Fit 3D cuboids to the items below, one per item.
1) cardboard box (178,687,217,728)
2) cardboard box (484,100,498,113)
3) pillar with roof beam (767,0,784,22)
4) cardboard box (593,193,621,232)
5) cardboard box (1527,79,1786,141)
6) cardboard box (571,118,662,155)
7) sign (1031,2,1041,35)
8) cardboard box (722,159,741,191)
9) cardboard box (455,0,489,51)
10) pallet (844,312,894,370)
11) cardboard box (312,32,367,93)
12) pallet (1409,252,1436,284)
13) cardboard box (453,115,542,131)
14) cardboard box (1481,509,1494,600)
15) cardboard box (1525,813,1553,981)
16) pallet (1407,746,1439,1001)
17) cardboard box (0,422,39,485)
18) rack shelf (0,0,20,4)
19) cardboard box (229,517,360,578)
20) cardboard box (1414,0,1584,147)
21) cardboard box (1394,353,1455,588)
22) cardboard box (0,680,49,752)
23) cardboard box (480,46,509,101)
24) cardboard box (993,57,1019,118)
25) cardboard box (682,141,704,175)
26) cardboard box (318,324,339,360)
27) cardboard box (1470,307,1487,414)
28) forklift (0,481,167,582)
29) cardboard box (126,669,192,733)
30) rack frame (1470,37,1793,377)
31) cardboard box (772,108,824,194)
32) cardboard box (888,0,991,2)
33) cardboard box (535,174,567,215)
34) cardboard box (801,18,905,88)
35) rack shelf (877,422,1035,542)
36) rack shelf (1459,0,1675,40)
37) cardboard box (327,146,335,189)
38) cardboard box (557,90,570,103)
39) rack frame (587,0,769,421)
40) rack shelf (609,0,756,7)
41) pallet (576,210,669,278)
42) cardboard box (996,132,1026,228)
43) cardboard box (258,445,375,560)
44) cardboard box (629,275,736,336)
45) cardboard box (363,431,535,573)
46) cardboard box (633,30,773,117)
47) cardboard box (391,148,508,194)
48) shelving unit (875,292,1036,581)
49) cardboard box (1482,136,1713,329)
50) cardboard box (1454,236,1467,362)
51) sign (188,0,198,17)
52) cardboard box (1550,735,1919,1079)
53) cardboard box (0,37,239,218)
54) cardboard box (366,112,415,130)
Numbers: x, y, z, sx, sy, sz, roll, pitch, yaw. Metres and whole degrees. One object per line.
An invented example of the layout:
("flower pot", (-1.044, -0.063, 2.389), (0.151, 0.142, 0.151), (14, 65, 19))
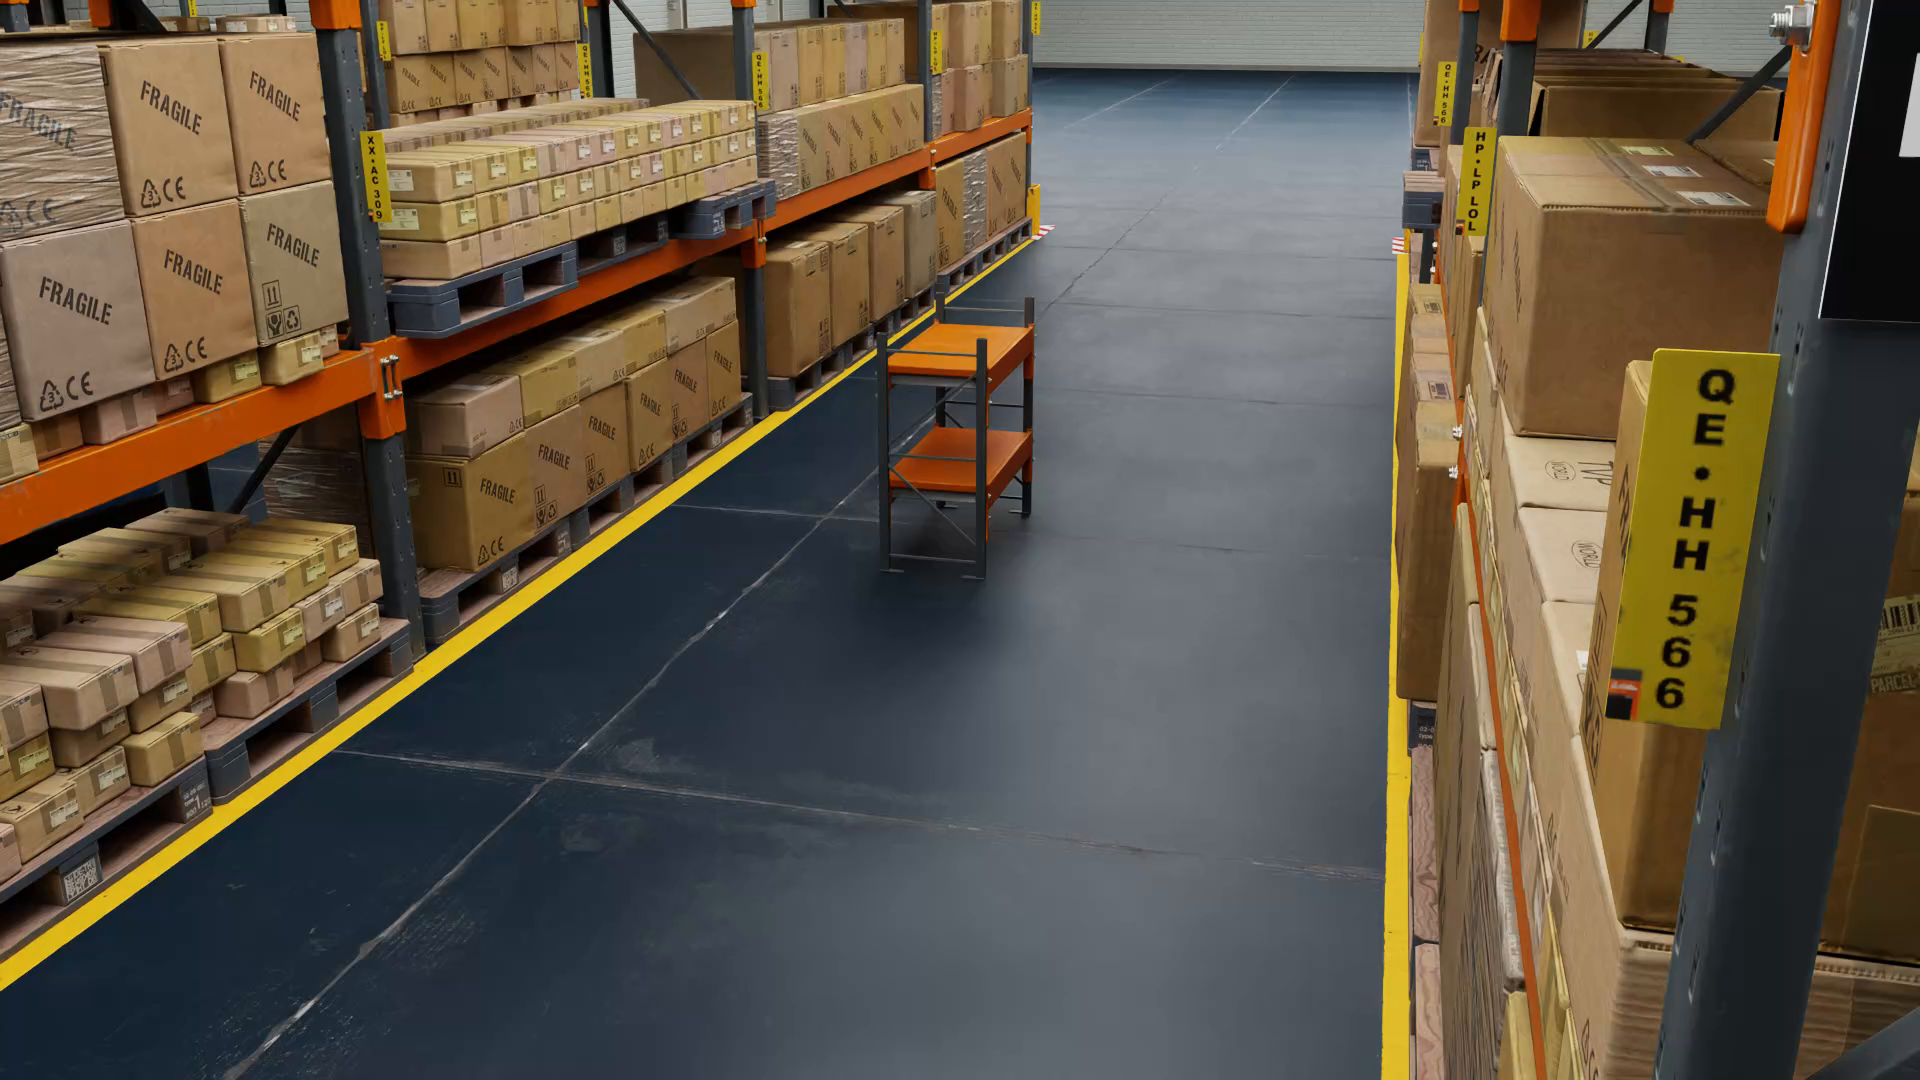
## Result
("cardboard box", (-2.773, 0.570, 5.638), (0.380, 0.149, 0.250), (4, 19, 12))
("cardboard box", (-4.804, -4.268, 16.431), (0.380, 0.149, 0.250), (5, 19, 13))
("pillar with roof beam", (-0.391, -15.351, 39.209), (9.100, 9.000, 0.400), (5, 19, 13))
("cardboard box", (-1.822, -1.542, 7.801), (0.380, 0.149, 0.250), (4, 19, 12))
("cardboard box", (2.255, -1.265, 5.544), (0.797, 0.503, 0.637), (4, 19, 12))
("cardboard box", (-1.694, -1.986, 8.179), (0.380, 0.149, 0.250), (6, 20, 16))
("sign", (0.776, -5.340, 17.022), (0.100, 0.325, 0.005), (5, 19, 13))
("cardboard box", (-1.438, -2.031, 9.231), (0.380, 0.149, 0.250), (5, 19, 13))
("cardboard box", (-4.936, -4.928, 15.813), (0.700, 0.500, 0.500), (4, 19, 12))
("pallet", (-1.135, -1.522, 12.317), (1.003, 0.211, 1.213), (5, 19, 13))
("cardboard box", (-5.439, -4.056, 14.157), (0.500, 0.500, 0.500), (4, 19, 12))
("pallet", (4.487, -2.327, 14.673), (1.003, 0.211, 1.213), (5, 19, 13))
("cardboard box", (-2.321, -2.039, 8.335), (0.380, 0.149, 0.250), (5, 20, 15))
("cardboard box", (1.396, 0.049, 3.791), (0.380, 0.149, 0.250), (5, 19, 14))
("cardboard box", (1.022, 0.532, 2.377), (0.380, 0.149, 0.250), (5, 19, 14))
("pallet", (1.845, 1.010, 4.905), (1.003, 0.211, 1.213), (5, 19, 13))
("cardboard box", (-2.833, -0.243, 4.647), (0.380, 0.149, 0.250), (5, 19, 14))
("rack shelf", (-7.014, -3.031, 8.892), (1.077, 0.370, 4.000), (5, 19, 13))
("cardboard box", (-2.513, 0.035, 6.284), (0.380, 0.149, 0.250), (5, 20, 15))
("cardboard box", (3.731, -3.294, 11.614), (1.000, 1.000, 1.000), (5, 19, 14))
("cardboard box", (2.461, -0.218, 6.822), (1.225, 0.875, 0.875), (4, 19, 11))
("cardboard box", (-2.927, 0.519, 4.867), (0.380, 0.149, 0.250), (5, 19, 14))
("cardboard box", (-4.831, -4.612, 16.434), (0.500, 0.500, 0.500), (5, 19, 14))
("cardboard box", (0.094, -4.504, 16.500), (0.875, 0.550, 0.550), (5, 19, 13))
("cardboard box", (-1.567, -2.004, 8.693), (0.380, 0.149, 0.250), (5, 19, 14))
("cardboard box", (-2.521, -0.739, 6.098), (0.380, 0.149, 0.250), (4, 19, 13))
("cardboard box", (1.738, -0.485, 4.740), (0.500, 0.250, 0.500), (4, 19, 12))
("forklift", (-5.340, -1.406, 7.770), (3.031, 2.935, 1.130), (9, 21, 25))
("cardboard box", (-2.749, 0.491, 5.409), (0.380, 0.149, 0.250), (5, 20, 15))
("rack frame", (2.107, -0.542, 5.134), (1.000, 3.000, 0.127), (5, 19, 13))
("cardboard box", (-1.208, -2.546, 10.845), (0.500, 0.500, 0.500), (4, 19, 13))
("cardboard box", (-0.188, -4.851, 15.847), (0.875, 0.550, 0.550), (5, 19, 13))
("cardboard box", (-1.949, -1.517, 7.267), (0.380, 0.149, 0.250), (4, 19, 11))
("cardboard box", (-0.839, -3.837, 13.080), (0.700, 0.500, 0.500), (4, 19, 12))
("rack shelf", (-0.002, -0.299, 8.079), (0.538, 0.278, 1.000), (5, 19, 13))
("rack shelf", (2.595, -2.248, 6.601), (1.077, 0.370, 4.000), (5, 19, 13))
("cardboard box", (-2.705, -1.552, 6.911), (0.380, 0.149, 0.250), (4, 19, 12))
("cardboard box", (-4.409, -4.745, 17.827), (0.380, 0.149, 0.250), (4, 19, 13))
("rack frame", (-1.701, -2.219, 10.044), (1.000, 3.000, 0.127), (5, 19, 13))
("rack shelf", (-1.212, -3.925, 11.511), (1.077, 0.370, 4.000), (5, 19, 13))
("pallet", (-2.145, -1.505, 8.249), (1.003, 0.211, 1.213), (5, 19, 13))
("cardboard box", (0.152, -3.702, 17.023), (0.875, 0.875, 0.875), (5, 19, 14))
("cardboard box", (-2.742, -0.233, 7.447), (0.500, 0.500, 0.500), (4, 19, 12))
("cardboard box", (-1.614, -1.355, 9.571), (0.500, 0.250, 0.500), (4, 19, 12))
("cardboard box", (-2.241, -0.192, 7.327), (0.500, 0.500, 0.500), (5, 20, 16))
("cardboard box", (-1.582, -2.880, 10.276), (0.700, 0.500, 0.500), (5, 19, 13))
("cardboard box", (-2.074, -1.502, 6.763), (0.380, 0.149, 0.250), (5, 20, 15))
("shelving unit", (-0.002, -0.530, 8.000), (0.538, 1.125, 1.048), (5, 19, 13))
("cardboard box", (1.742, -0.837, 4.609), (0.500, 0.500, 0.500), (5, 19, 13))
("cardboard box", (2.084, -0.912, 6.063), (0.500, 0.500, 0.500), (5, 20, 15))
("sign", (-8.863, -6.090, 19.218), (0.100, 0.325, 0.005), (5, 19, 13))
("cardboard box", (0.990, 0.469, 1.946), (0.500, 0.250, 0.500), (4, 19, 13))
("cardboard box", (-2.652, -1.296, 5.178), (0.500, 0.500, 0.500), (4, 19, 12))
("cardboard box", (-5.161, -3.787, 15.022), (0.380, 0.149, 0.250), (5, 19, 13))
